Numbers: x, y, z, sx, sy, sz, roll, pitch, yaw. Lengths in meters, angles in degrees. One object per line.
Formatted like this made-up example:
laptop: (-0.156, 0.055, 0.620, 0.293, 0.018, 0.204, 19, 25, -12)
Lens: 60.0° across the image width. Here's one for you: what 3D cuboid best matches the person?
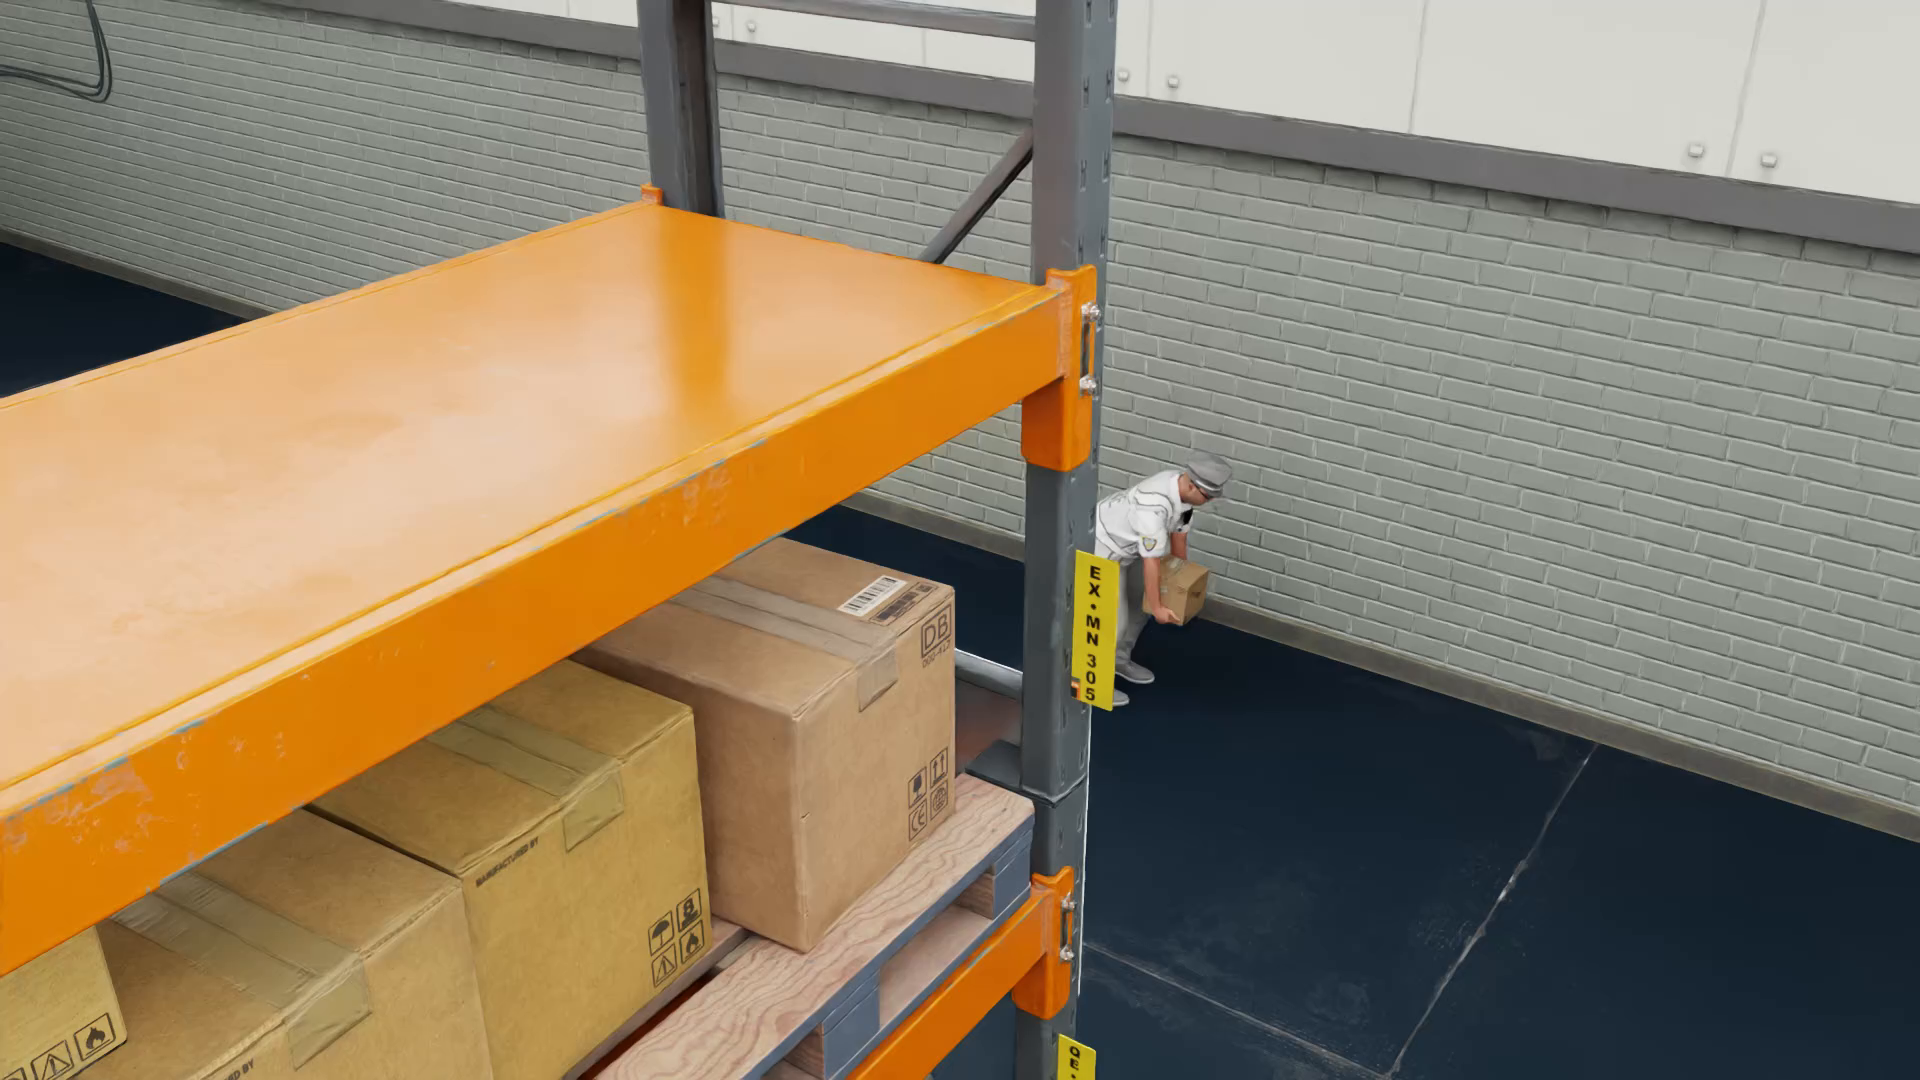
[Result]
person: (1.020, 0.189, 9.040, 0.860, 1.528, 0.488, 16, 31, 29)
